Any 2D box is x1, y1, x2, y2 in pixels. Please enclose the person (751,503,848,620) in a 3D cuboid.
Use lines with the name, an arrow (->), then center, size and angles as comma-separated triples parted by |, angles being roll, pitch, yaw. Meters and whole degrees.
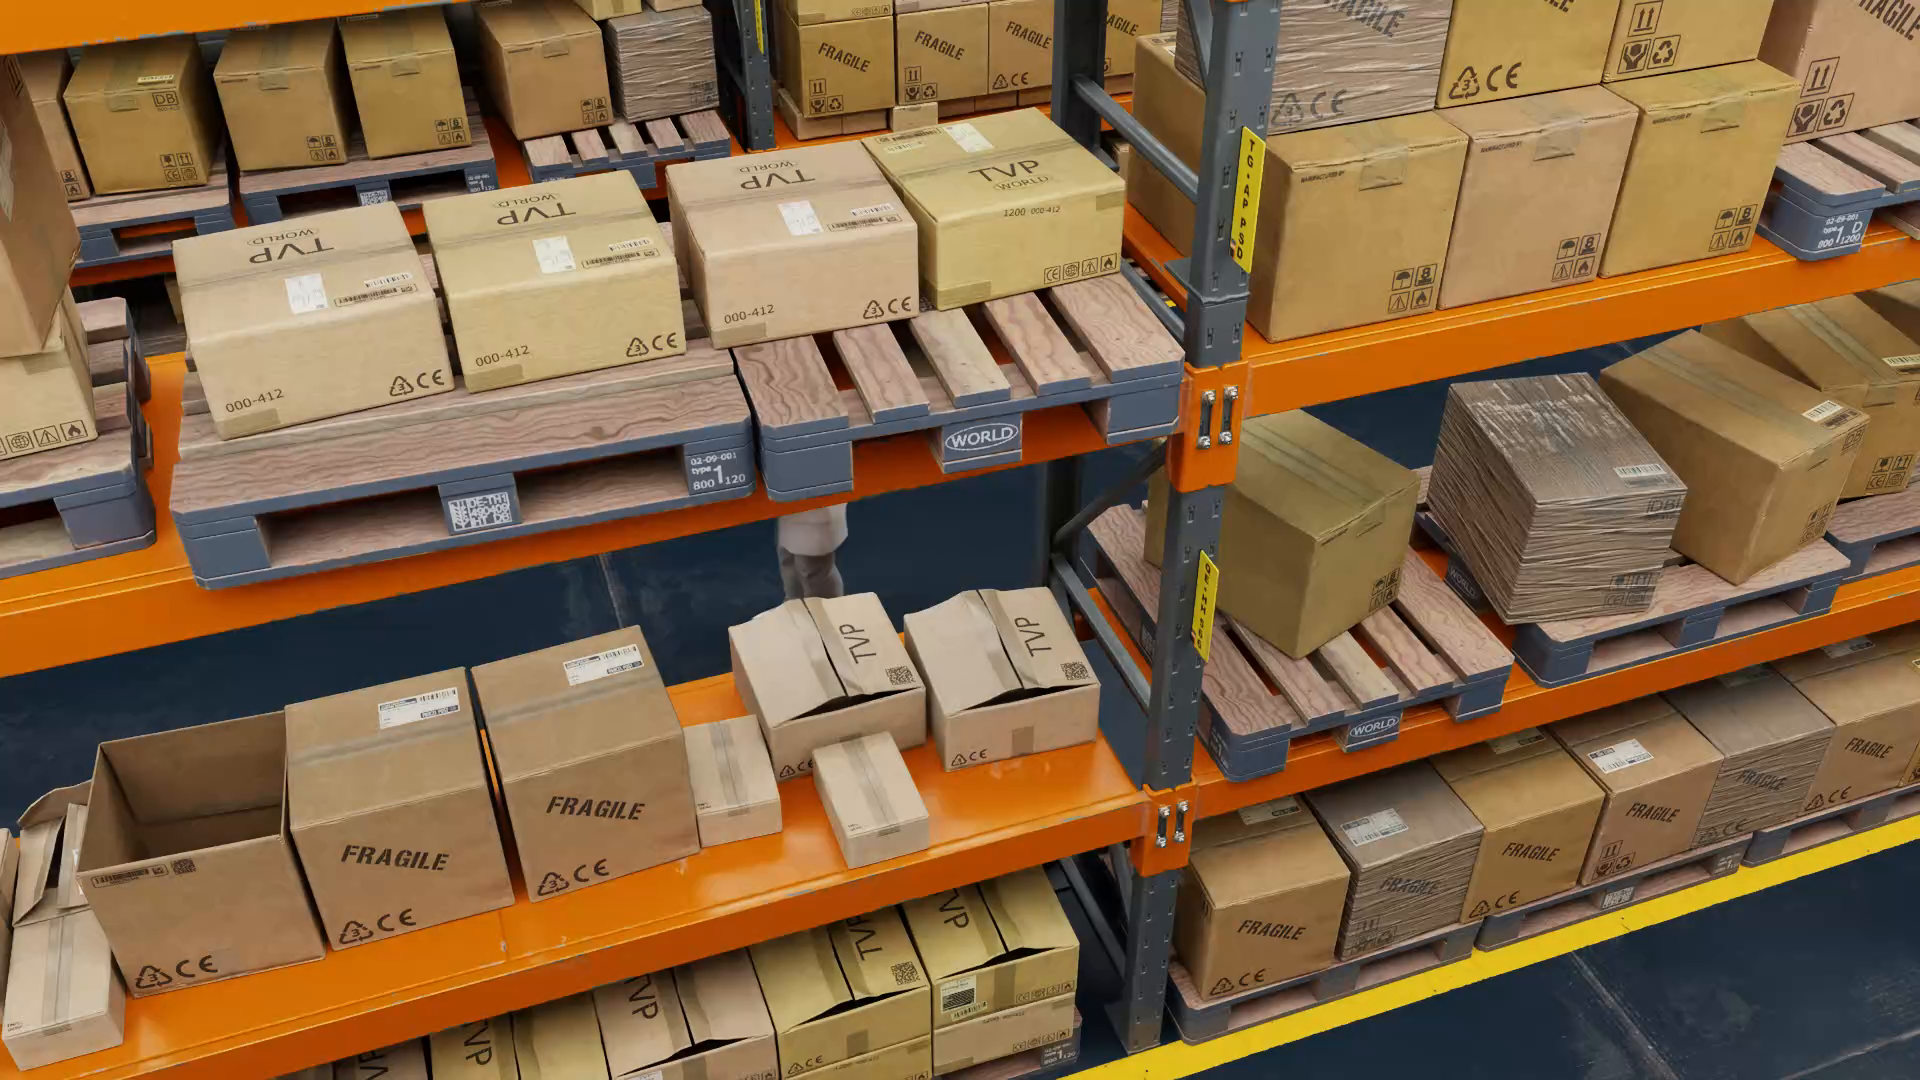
person -> -0.732, -0.221, 7.085 | 0.550, 1.779, 0.543 | -12, 39, -16
